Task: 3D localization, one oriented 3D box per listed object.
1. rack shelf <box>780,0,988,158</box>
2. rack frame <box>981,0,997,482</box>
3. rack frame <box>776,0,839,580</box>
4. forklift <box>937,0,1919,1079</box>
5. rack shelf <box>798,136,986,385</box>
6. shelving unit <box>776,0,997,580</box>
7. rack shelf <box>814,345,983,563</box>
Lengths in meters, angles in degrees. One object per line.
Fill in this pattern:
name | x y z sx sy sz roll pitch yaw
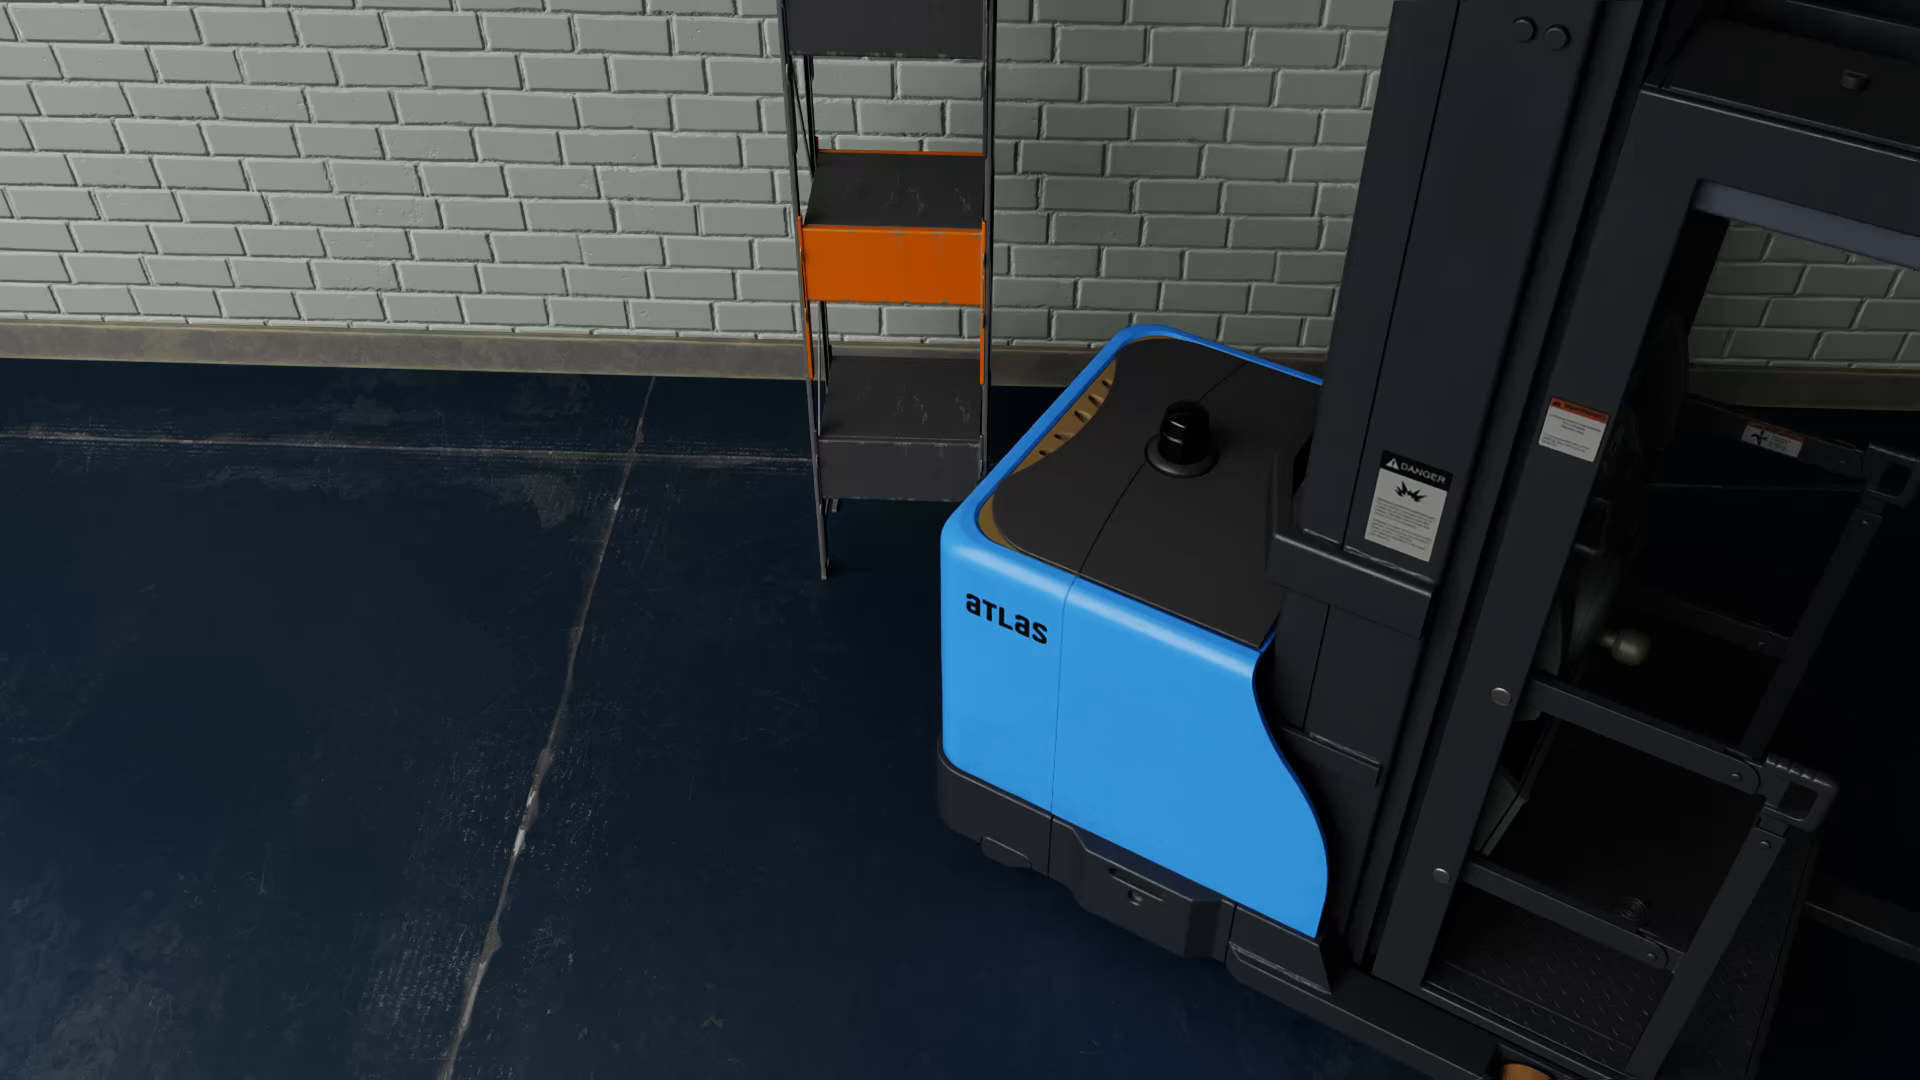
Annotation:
rack shelf | -0.165 -1.276 4.072 0.480 0.518 0.431 2 43 2
rack frame | 0.078 -0.766 4.532 0.015 2.100 0.400 2 43 2
rack frame | -0.409 -0.781 4.548 0.015 2.100 0.400 2 43 2
forklift | 1.467 -0.067 3.172 3.031 2.935 1.130 22 47 22
rack shelf | -0.165 -0.763 4.549 0.480 0.518 0.431 2 43 2
shelving unit | -0.165 -0.773 4.540 0.503 2.100 0.431 2 43 2
rack shelf | -0.165 -0.251 5.026 0.480 0.518 0.431 2 43 2
